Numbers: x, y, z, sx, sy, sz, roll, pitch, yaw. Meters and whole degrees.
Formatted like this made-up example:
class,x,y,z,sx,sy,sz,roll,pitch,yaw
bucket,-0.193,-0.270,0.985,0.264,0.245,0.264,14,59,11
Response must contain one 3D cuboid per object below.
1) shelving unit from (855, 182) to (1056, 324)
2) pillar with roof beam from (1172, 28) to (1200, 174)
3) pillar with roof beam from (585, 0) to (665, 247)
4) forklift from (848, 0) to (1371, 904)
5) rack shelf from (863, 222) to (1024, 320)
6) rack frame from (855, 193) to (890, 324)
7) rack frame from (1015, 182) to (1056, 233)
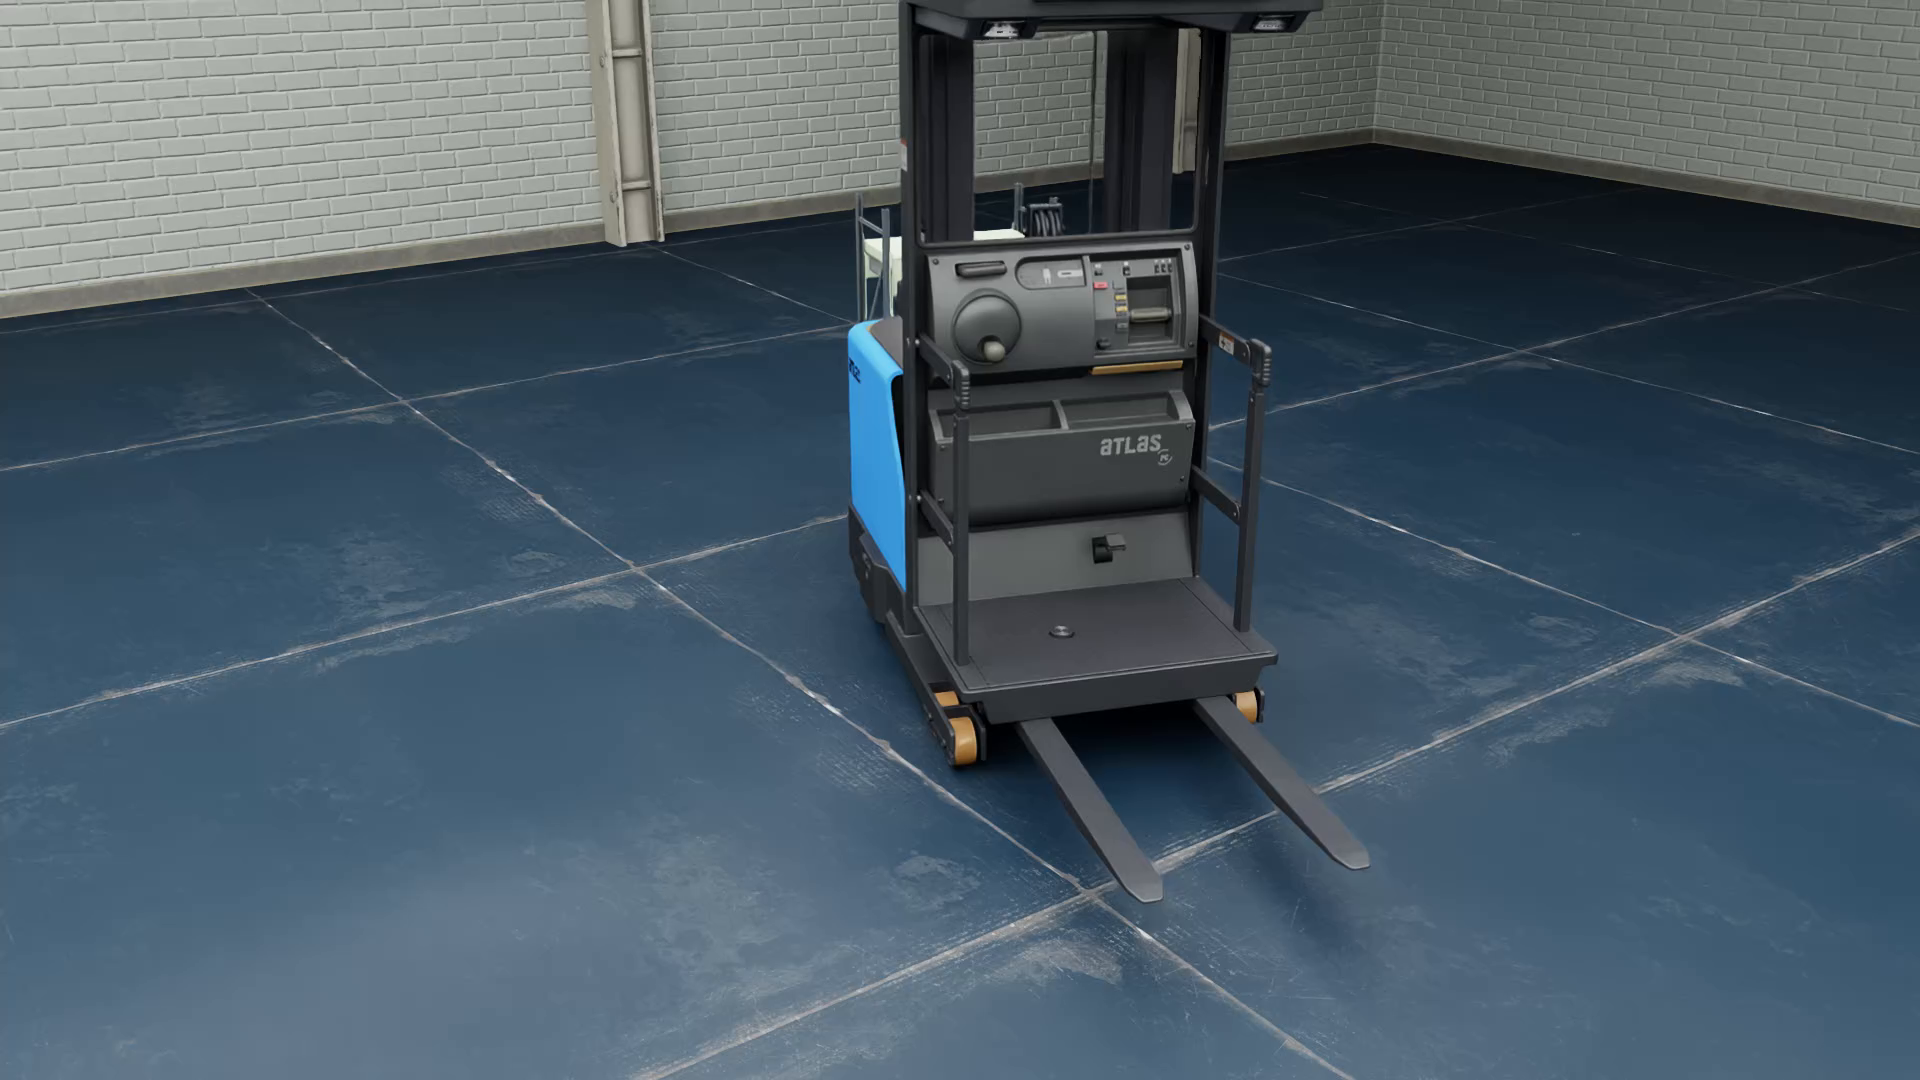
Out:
class,x,y,z,sx,sy,sz,roll,pitch,yaw
shelving unit,-0.021,-0.748,7.248,0.755,1.500,0.431,-8,23,-19
pillar with roof beam,4.748,-6.610,11.819,0.400,9.000,9.100,-15,26,-33
pillar with roof beam,-0.122,-5.311,8.565,0.400,9.000,9.100,-15,26,-33
forklift,0.410,-0.770,5.371,1.130,2.935,3.031,-6,22,-14
rack shelf,-0.021,-1.111,7.103,0.720,0.370,0.431,-8,23,-19
rack frame,-0.364,-0.700,7.128,0.023,1.500,0.400,-8,23,-19
rack frame,0.321,-0.796,7.367,0.023,1.500,0.400,-8,23,-19
